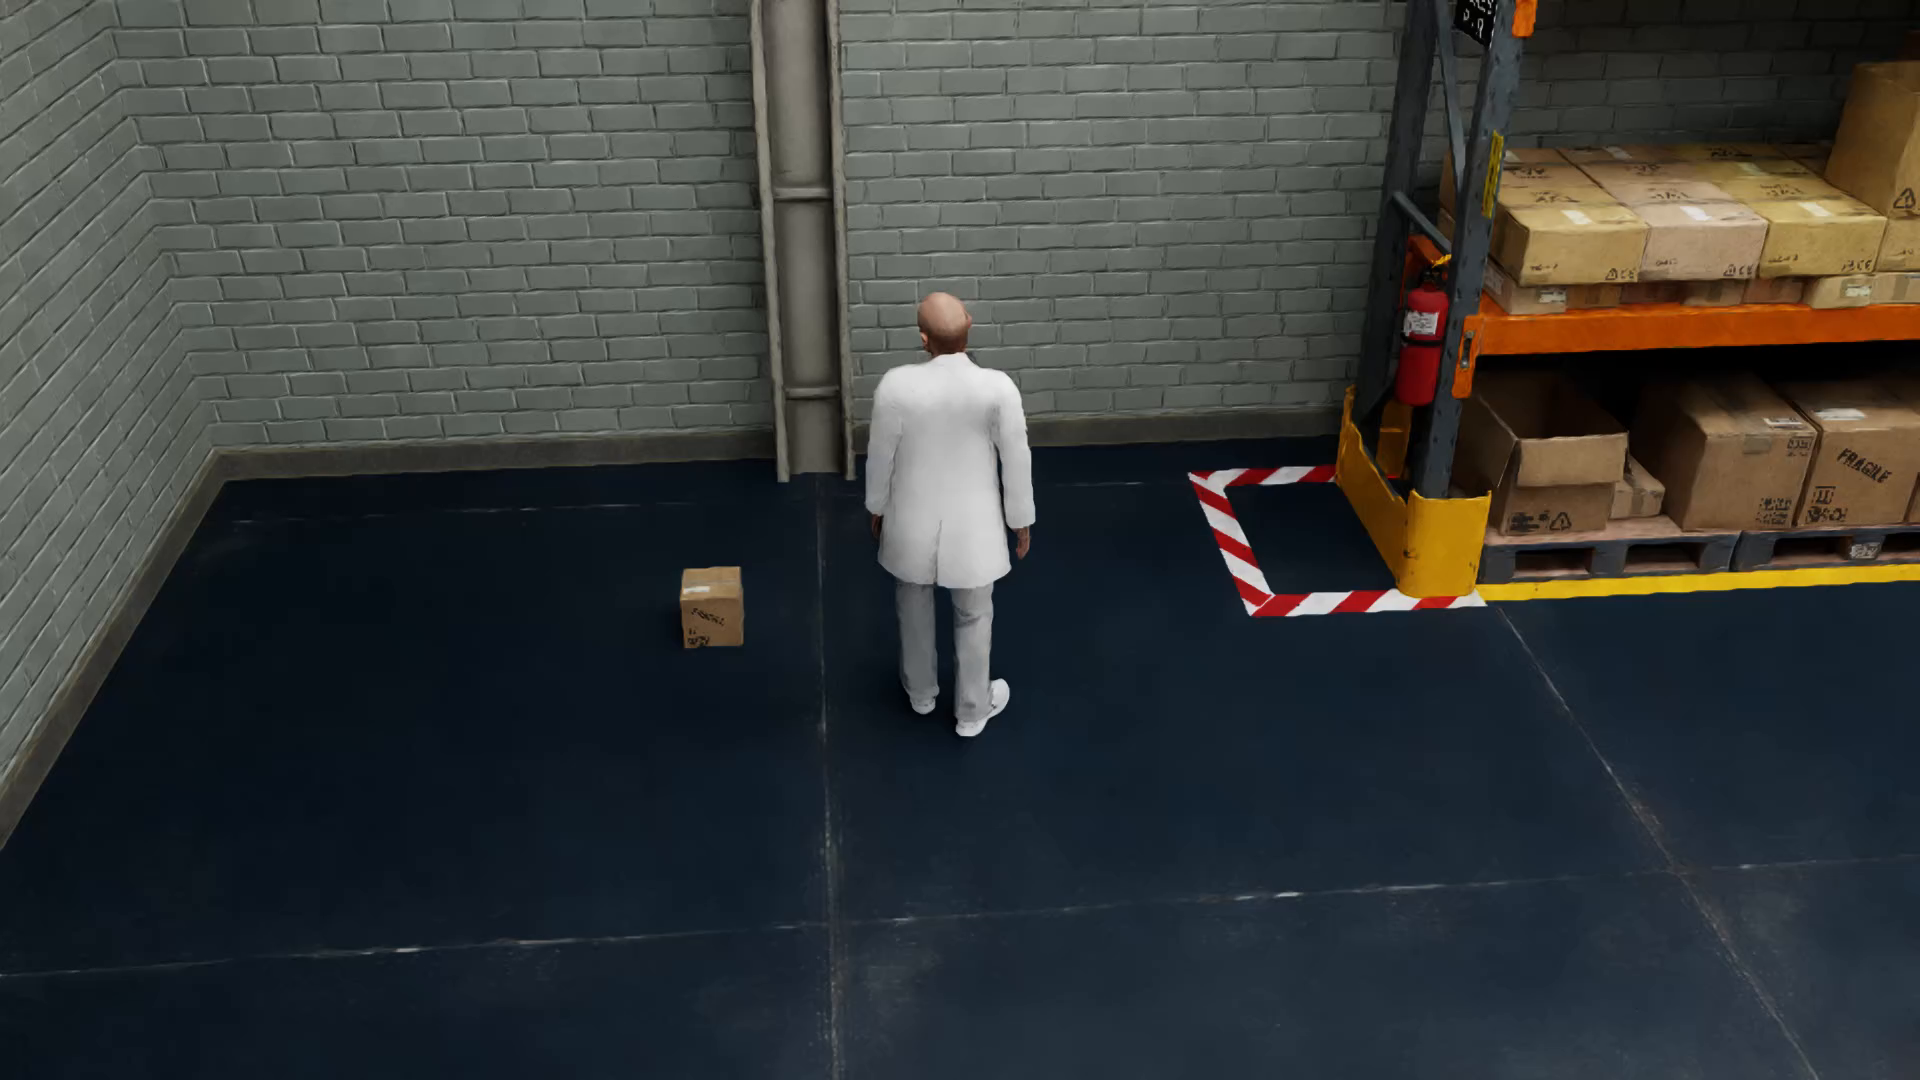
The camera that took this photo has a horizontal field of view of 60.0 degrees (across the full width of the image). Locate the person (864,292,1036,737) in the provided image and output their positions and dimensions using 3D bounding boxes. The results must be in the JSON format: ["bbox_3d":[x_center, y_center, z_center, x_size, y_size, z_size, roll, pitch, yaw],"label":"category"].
[{"bbox_3d":[-0.035,-0.111,6.289,0.647,1.782,0.509,2,31,4],"label":"person"}]
